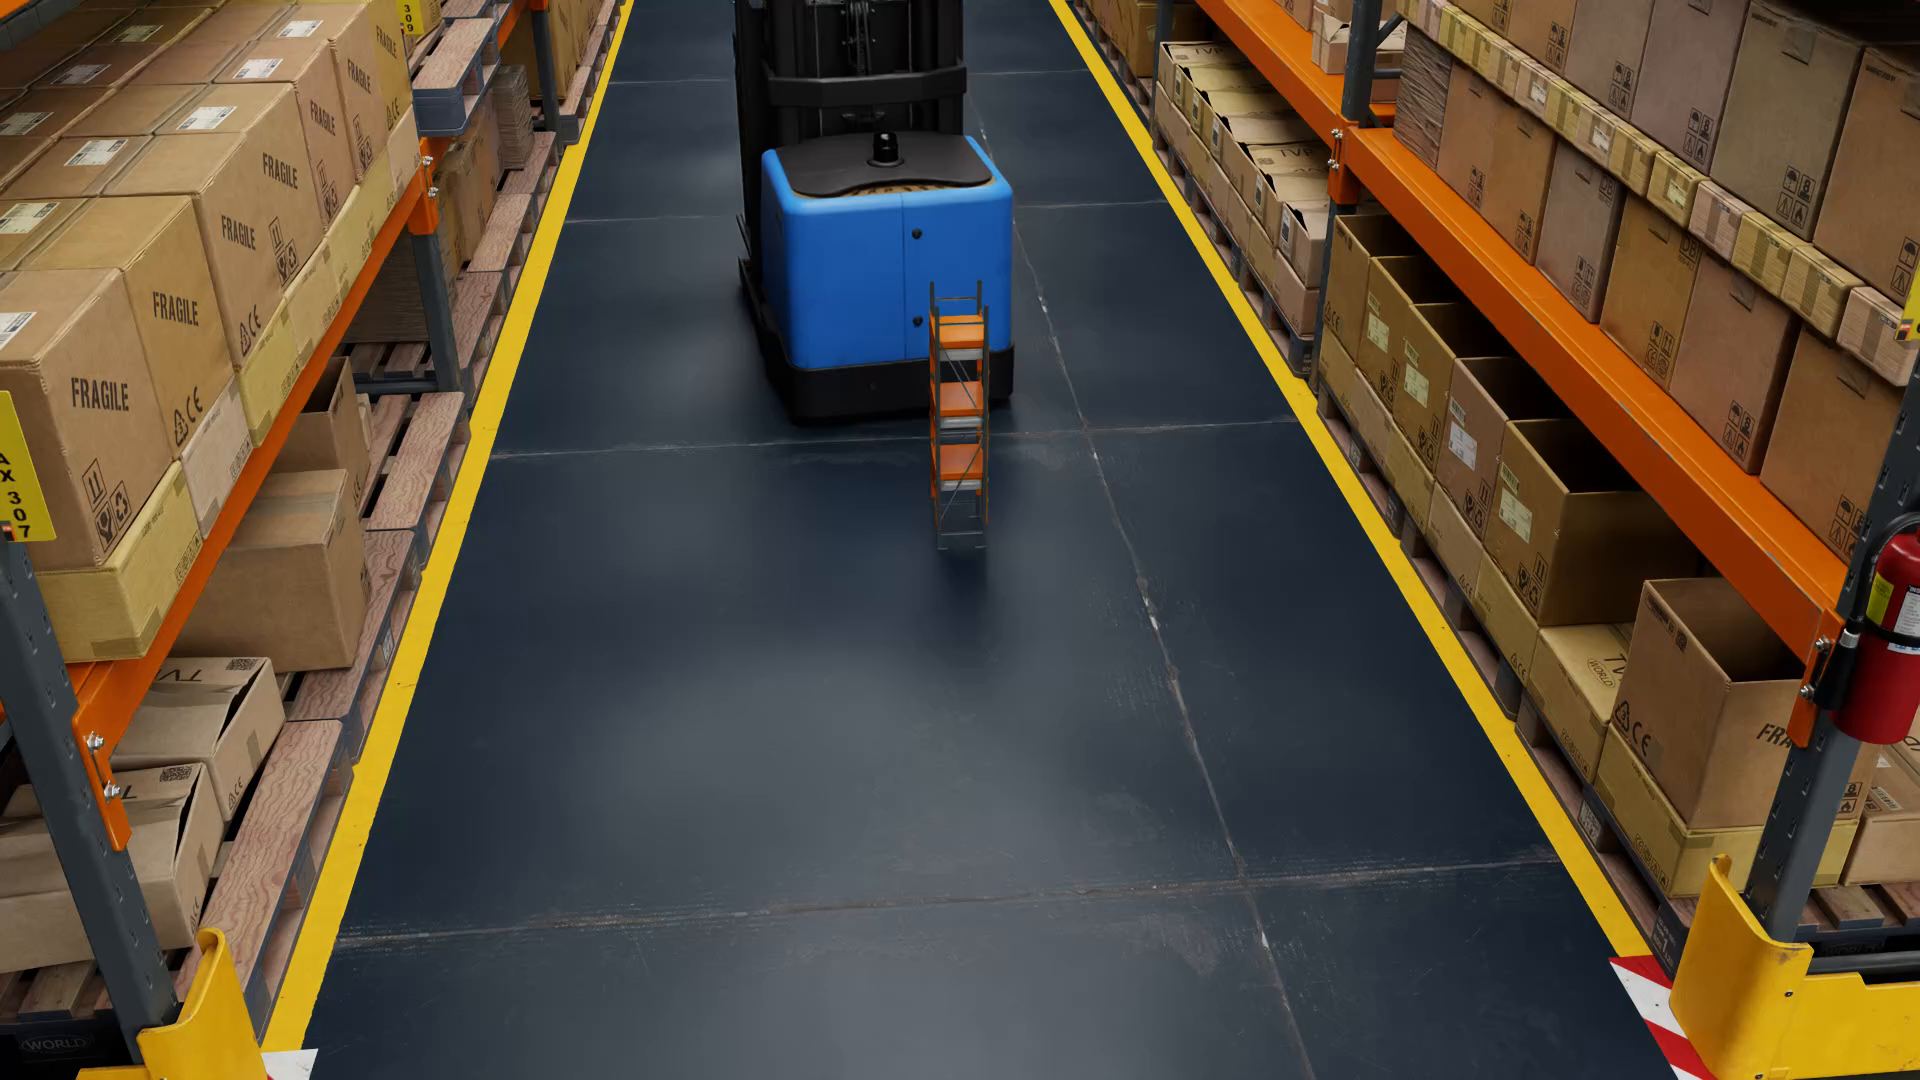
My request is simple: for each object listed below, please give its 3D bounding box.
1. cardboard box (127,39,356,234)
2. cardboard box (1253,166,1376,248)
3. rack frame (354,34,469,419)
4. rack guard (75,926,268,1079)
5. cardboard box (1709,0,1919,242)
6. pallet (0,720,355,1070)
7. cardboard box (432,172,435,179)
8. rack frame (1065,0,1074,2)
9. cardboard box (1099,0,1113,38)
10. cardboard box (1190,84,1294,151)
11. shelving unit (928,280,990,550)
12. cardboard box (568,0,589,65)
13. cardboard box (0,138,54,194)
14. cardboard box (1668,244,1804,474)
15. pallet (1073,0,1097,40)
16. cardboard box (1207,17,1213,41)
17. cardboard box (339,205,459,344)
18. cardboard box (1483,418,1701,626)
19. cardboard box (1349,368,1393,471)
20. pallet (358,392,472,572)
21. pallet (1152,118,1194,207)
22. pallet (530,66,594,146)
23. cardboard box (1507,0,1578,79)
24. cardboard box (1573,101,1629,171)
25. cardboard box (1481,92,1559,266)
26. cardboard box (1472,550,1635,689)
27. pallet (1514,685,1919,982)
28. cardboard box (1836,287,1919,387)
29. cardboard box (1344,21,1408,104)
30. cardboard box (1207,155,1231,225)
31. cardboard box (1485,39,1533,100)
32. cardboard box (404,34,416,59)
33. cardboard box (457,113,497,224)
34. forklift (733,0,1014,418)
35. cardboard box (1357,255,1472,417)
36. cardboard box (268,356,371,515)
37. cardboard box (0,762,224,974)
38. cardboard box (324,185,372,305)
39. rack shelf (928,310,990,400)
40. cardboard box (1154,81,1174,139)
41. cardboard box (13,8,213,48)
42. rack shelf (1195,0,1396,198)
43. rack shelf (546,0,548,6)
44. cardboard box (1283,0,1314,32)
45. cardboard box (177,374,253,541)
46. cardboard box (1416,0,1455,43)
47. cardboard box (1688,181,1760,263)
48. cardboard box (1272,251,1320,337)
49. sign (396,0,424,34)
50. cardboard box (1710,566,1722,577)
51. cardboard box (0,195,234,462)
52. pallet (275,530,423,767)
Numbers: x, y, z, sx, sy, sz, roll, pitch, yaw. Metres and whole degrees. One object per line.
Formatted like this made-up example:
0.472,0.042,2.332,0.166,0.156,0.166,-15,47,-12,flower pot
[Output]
-2.316,-1.310,5.414,0.500,0.500,0.500,-4,31,-6,cardboard box
1.797,-1.721,8.431,0.500,0.311,0.500,-2,31,-3,cardboard box
-2.757,-1.783,6.810,1.000,3.000,0.127,-3,31,-5,rack frame
-2.390,1.294,4.097,1.175,0.500,0.348,-3,31,-5,rack guard
2.458,-1.114,4.327,0.700,0.500,0.500,-4,31,-6,cardboard box
-2.431,1.001,4.868,1.003,0.211,1.213,-3,31,-5,pallet
-2.887,-1.820,8.150,0.500,0.250,0.500,-3,31,-6,cardboard box
1.428,-6.107,14.048,1.000,3.000,0.127,-3,31,-5,rack frame
1.377,-4.178,12.828,0.500,0.500,0.500,-4,31,-6,cardboard box
1.661,-2.495,9.727,0.500,0.311,0.500,-4,31,-6,cardboard box
-0.005,-0.478,6.527,0.215,1.050,0.252,-3,31,-5,shelving unit
-3.144,-3.912,12.061,0.750,0.750,0.750,-3,31,-5,cardboard box
-2.728,-0.759,4.490,0.500,0.500,0.500,-4,31,-6,cardboard box
2.464,-0.530,4.614,0.700,0.500,0.500,-2,31,-3,cardboard box
1.541,-4.496,14.071,1.003,0.211,1.213,-3,31,-5,pallet
1.989,-3.693,12.017,0.500,0.500,0.500,-4,31,-6,cardboard box
-2.842,-1.274,7.966,0.700,0.500,0.500,-2,31,-3,cardboard box
2.094,-0.071,5.484,0.500,0.500,0.500,-3,31,-5,cardboard box
1.958,-0.515,6.959,0.500,0.250,0.500,-3,31,-5,cardboard box
-2.659,-0.245,6.954,1.003,0.211,1.213,-3,31,-5,pallet
1.839,-2.445,10.638,1.003,0.211,1.213,-3,31,-5,pallet
-3.129,-3.034,11.624,1.003,0.211,1.213,-3,31,-5,pallet
2.317,-1.882,5.613,0.700,0.500,0.500,-3,31,-5,cardboard box
2.176,-1.279,5.236,0.380,0.149,0.250,-3,31,-5,cardboard box
2.322,-1.314,5.926,0.700,0.500,0.500,-2,31,-4,cardboard box
2.097,0.251,5.677,0.500,0.250,0.500,-3,31,-5,cardboard box
2.436,0.829,5.157,1.003,0.211,1.213,-3,31,-5,pallet
2.323,-0.487,3.911,0.380,0.149,0.250,-3,31,-5,cardboard box
2.086,-2.207,7.666,0.500,0.250,0.500,-1,31,-1,cardboard box
1.708,-1.999,9.444,0.500,0.250,0.500,-2,31,-4,cardboard box
2.104,-1.676,5.900,0.380,0.149,0.250,-4,31,-6,cardboard box
-2.770,-2.276,7.109,0.700,0.500,0.500,-3,31,-4,cardboard box
-3.004,-2.055,9.274,0.700,0.500,0.500,-3,31,-5,cardboard box
-0.580,-2.555,8.169,1.130,2.935,3.031,-7,32,-11,forklift
1.961,-0.837,6.767,0.500,0.500,0.500,-3,31,-5,cardboard box
-2.620,-0.371,6.454,0.500,0.500,0.500,-5,31,-8,cardboard box
-2.358,0.867,4.566,0.500,0.311,0.500,-6,31,-10,cardboard box
-2.310,-0.989,5.607,0.500,0.250,0.500,-3,31,-5,cardboard box
-0.005,-0.713,6.386,0.215,0.259,0.240,-3,31,-5,rack shelf
1.558,-2.783,10.755,0.500,0.250,0.500,-3,31,-5,cardboard box
-2.876,-1.535,5.790,0.500,0.500,0.500,-3,31,-5,cardboard box
1.988,-2.734,9.104,1.077,0.370,4.000,-3,31,-5,rack shelf
-3.317,-4.537,12.123,1.077,0.370,4.000,-3,31,-5,rack shelf
2.024,-2.983,8.721,0.500,0.500,0.500,-3,31,-5,cardboard box
-2.175,-0.214,4.309,0.500,0.250,0.500,-4,31,-6,cardboard box
2.031,-2.069,6.559,0.380,0.149,0.250,-2,31,-4,cardboard box
2.252,-0.880,4.568,0.380,0.149,0.250,-2,31,-4,cardboard box
1.848,-1.220,8.139,0.500,0.250,0.500,-3,31,-5,cardboard box
-2.217,-2.184,6.638,0.100,0.325,0.005,-3,31,-5,sign
2.672,0.159,5.100,0.500,0.500,0.500,-3,31,-5,cardboard box
-2.164,-0.518,4.087,0.500,0.500,0.500,-3,31,-4,cardboard box
-2.542,0.380,5.908,1.003,0.211,1.213,-3,31,-5,pallet
